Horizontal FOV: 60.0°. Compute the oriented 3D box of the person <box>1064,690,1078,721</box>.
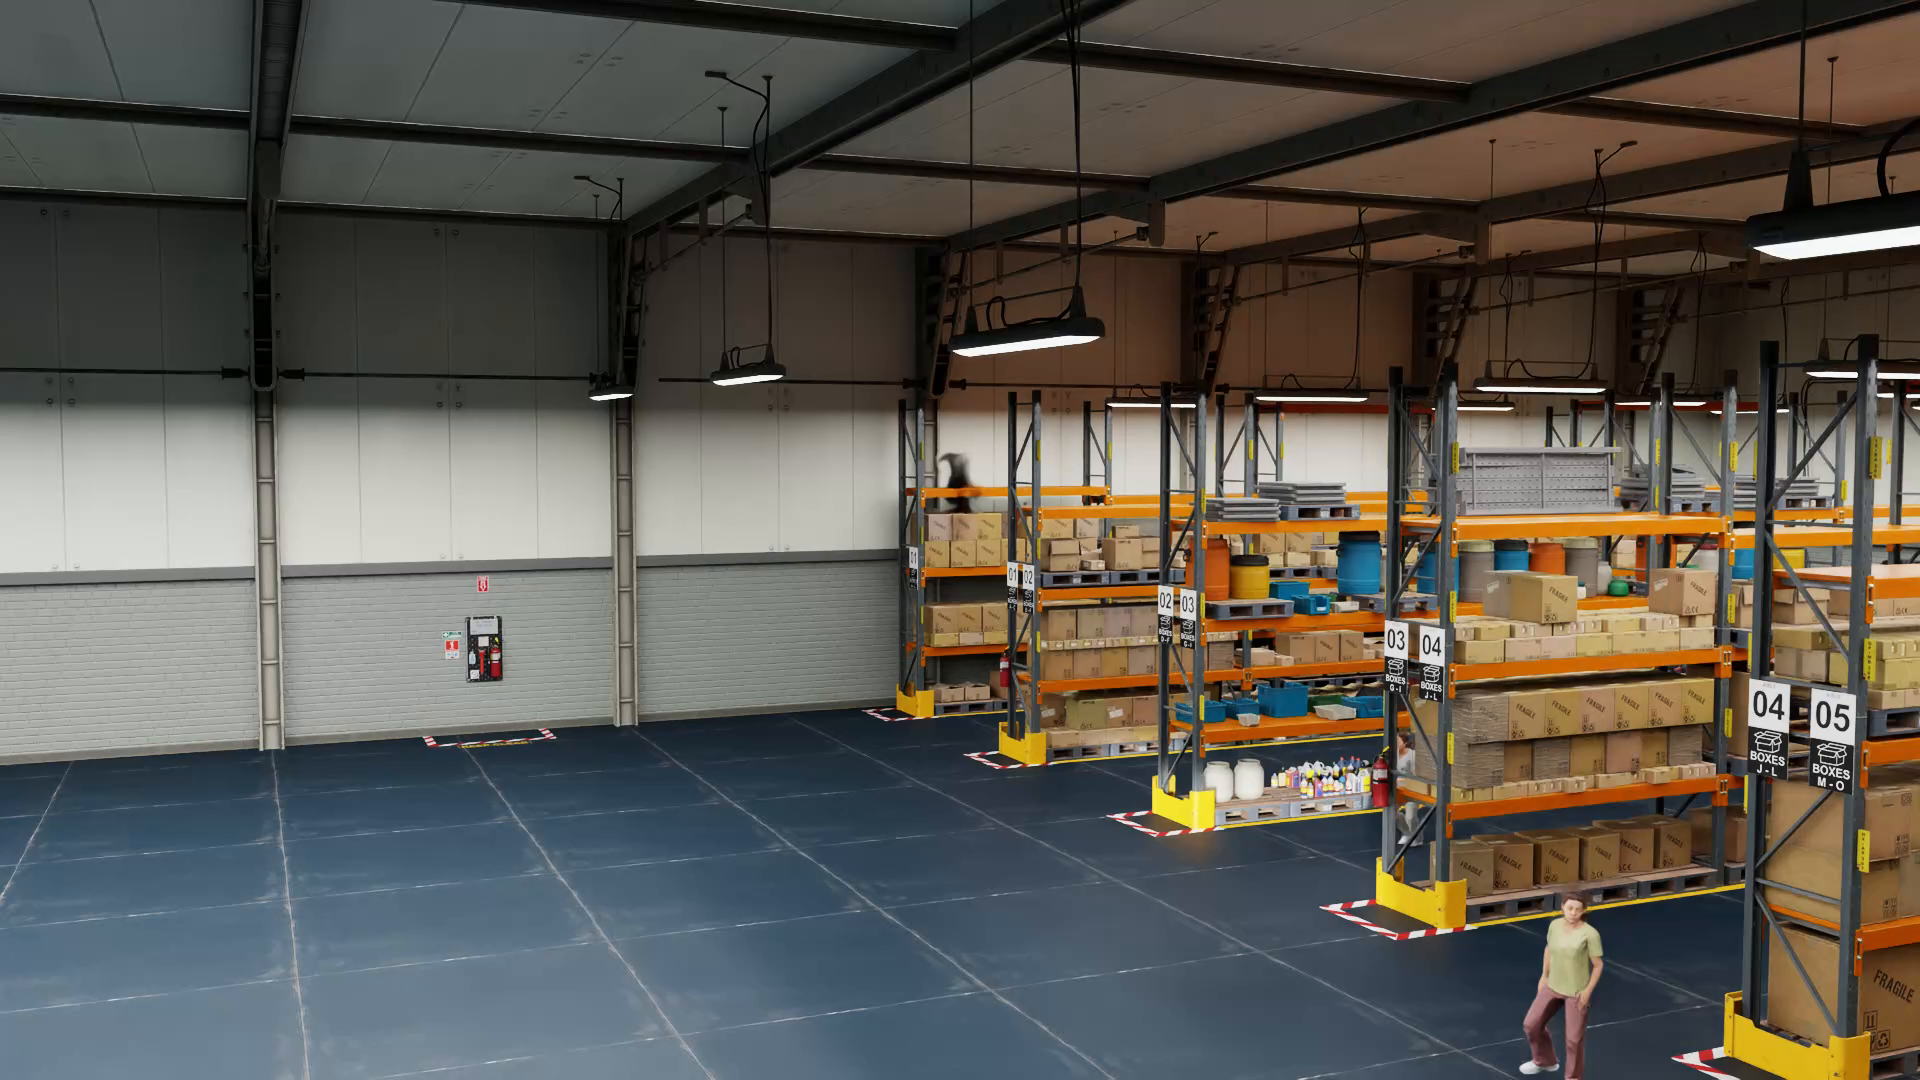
[{"bbox_3d":[2.133,2.555,30.318,0.825,1.725,0.705,-2,4,-35],"label":"person"}]

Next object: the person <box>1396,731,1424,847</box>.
[{"bbox_3d":[5.639,3.166,21.119,0.824,1.534,0.560,-3,4,-40],"label":"person"}]

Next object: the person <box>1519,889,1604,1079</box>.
[{"bbox_3d":[4.751,3.577,13.203,0.713,1.662,0.538,3,5,45],"label":"person"}]
